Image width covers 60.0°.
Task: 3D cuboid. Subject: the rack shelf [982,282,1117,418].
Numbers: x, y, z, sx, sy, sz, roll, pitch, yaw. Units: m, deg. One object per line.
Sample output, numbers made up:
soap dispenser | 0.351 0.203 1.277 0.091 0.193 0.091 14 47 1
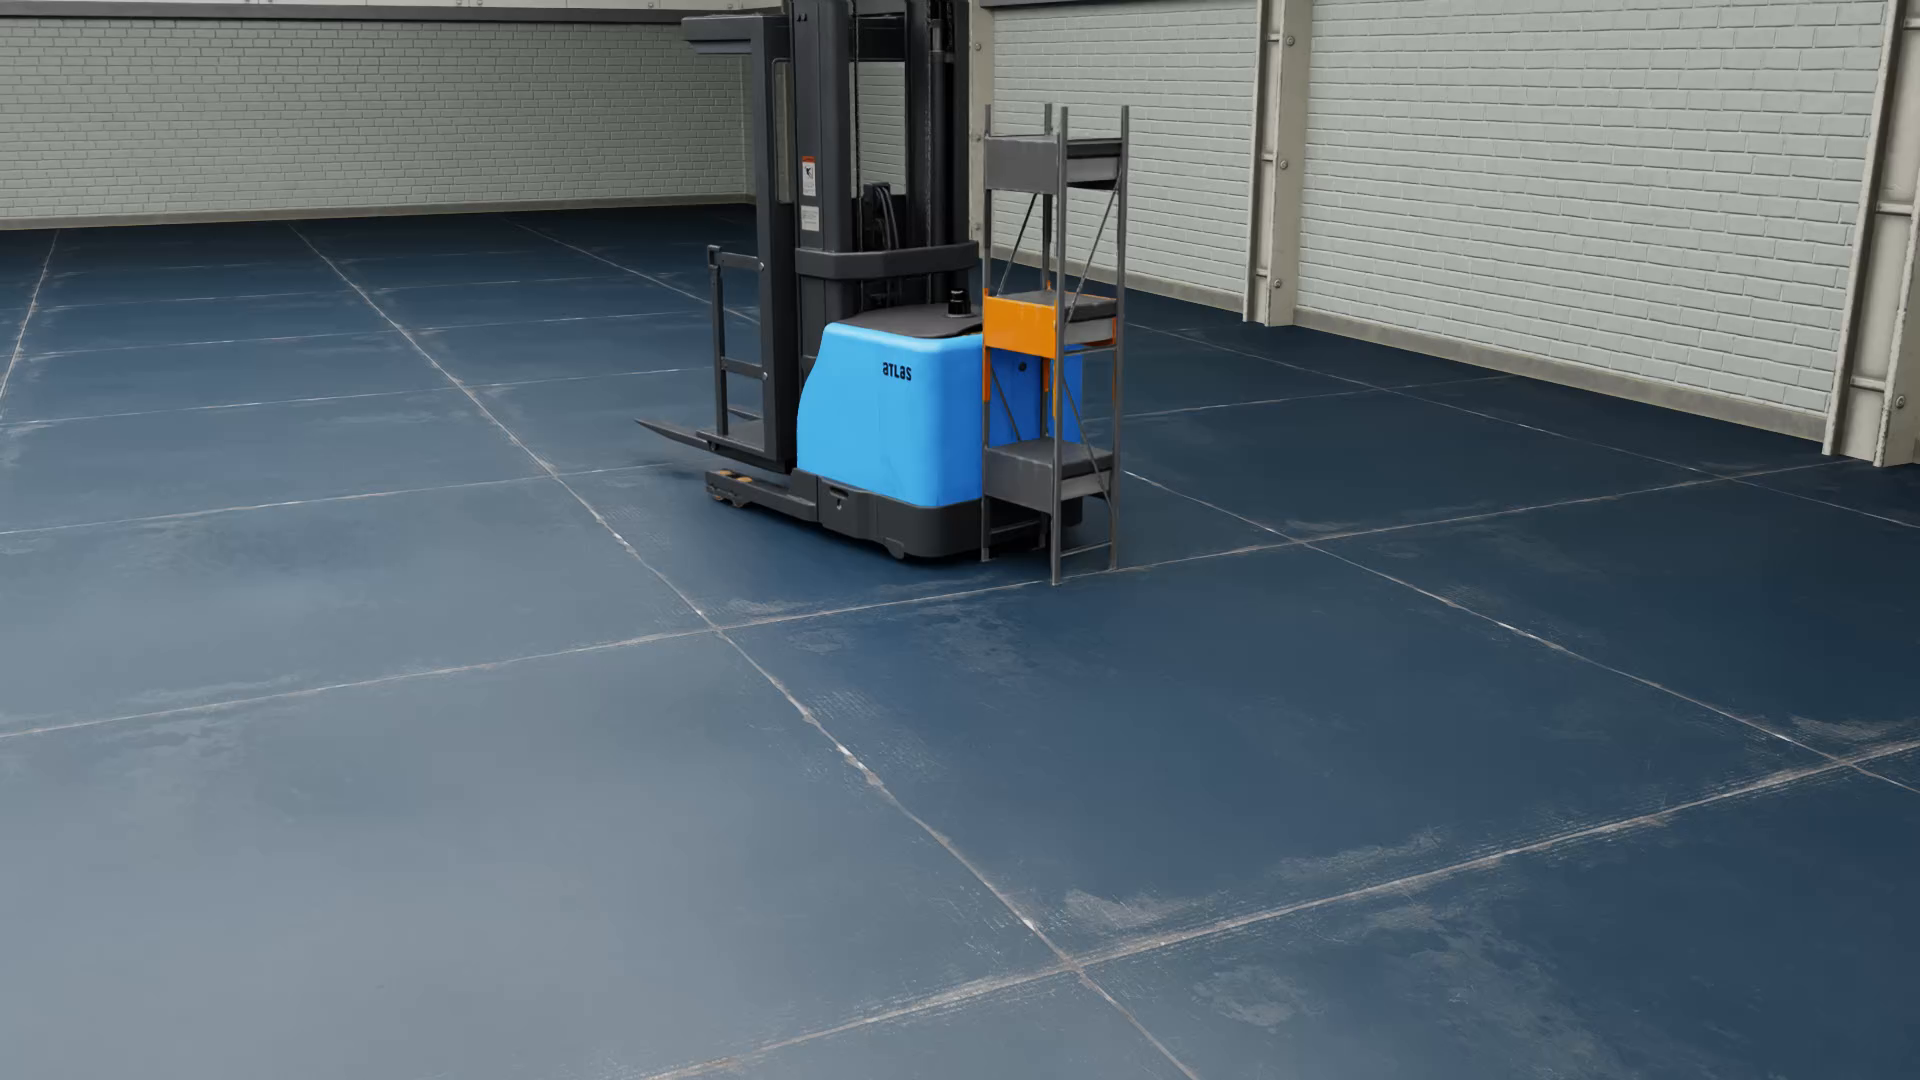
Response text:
rack shelf | 0.417 -0.870 7.525 0.431 0.518 0.480 -13 21 -38

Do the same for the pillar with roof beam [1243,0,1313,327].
pillar with roof beam | -1.054 -5.787 12.102 9.100 9.000 0.400 -8 18 -25

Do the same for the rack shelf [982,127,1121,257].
rack shelf | 0.417 -1.543 7.332 0.431 0.518 0.480 -13 21 -38

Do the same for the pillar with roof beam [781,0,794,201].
pillar with roof beam | -6.311 -8.762 22.471 9.100 9.000 0.400 -8 18 -25

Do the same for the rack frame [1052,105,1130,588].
rack frame | 0.574 -0.832 7.342 0.400 2.100 0.015 -13 21 -38

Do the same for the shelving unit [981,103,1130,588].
shelving unit | 0.417 -0.883 7.521 0.431 2.100 0.503 -13 21 -38

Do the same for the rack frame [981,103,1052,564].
rack frame | 0.259 -0.934 7.700 0.400 2.100 0.015 -13 21 -38

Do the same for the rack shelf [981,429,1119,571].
rack shelf | 0.417 -0.197 7.718 0.431 0.518 0.480 -13 21 -38

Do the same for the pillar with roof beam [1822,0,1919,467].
pillar with roof beam | 1.574 -4.299 6.918 9.100 9.000 0.400 -8 18 -25

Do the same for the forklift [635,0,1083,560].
forklift | -0.721 -1.658 8.714 1.130 2.935 3.031 -13 21 -38

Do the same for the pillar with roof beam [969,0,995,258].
pillar with roof beam | -3.683 -7.275 17.287 9.100 9.000 0.400 -8 18 -25
